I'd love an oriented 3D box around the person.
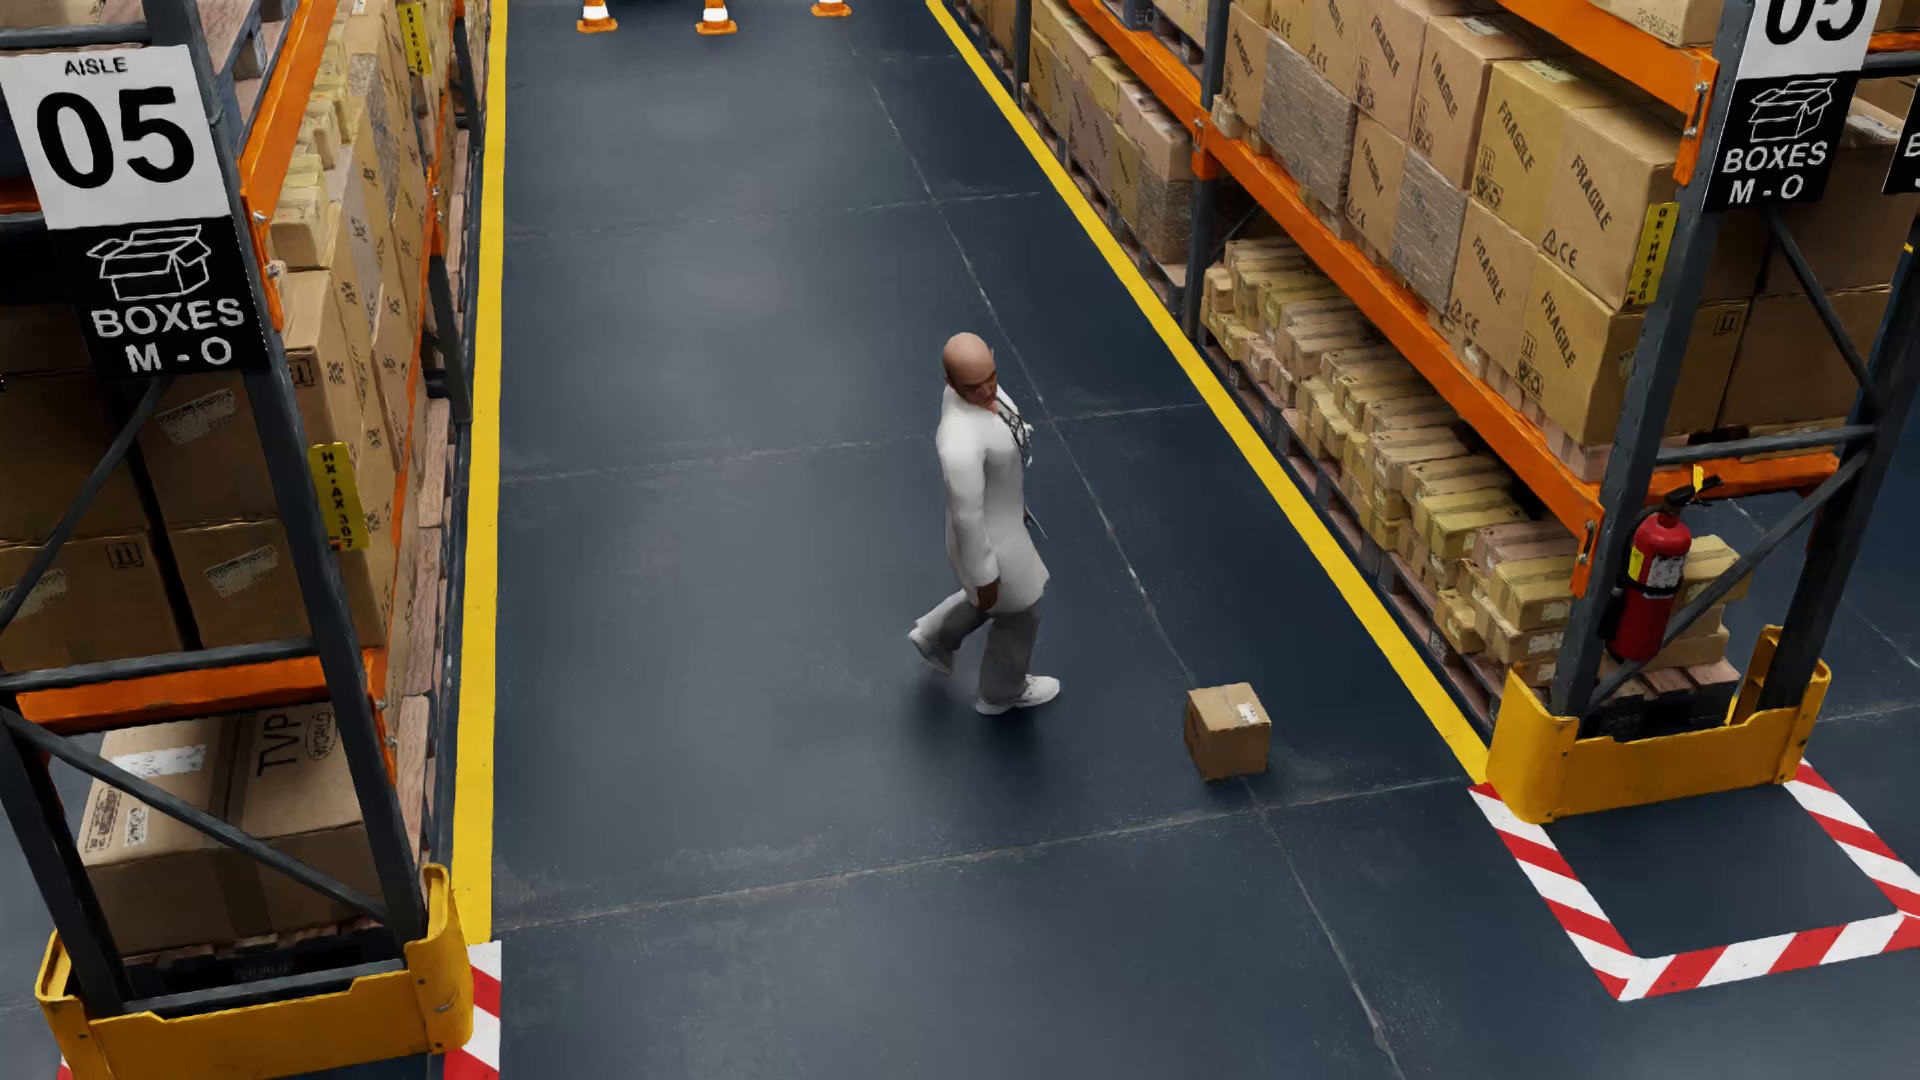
[{"bbox_3d":[4.573,-4.013,12.158,10.683,1.756,14.178,-3,34,-4],"label":"person"}]
